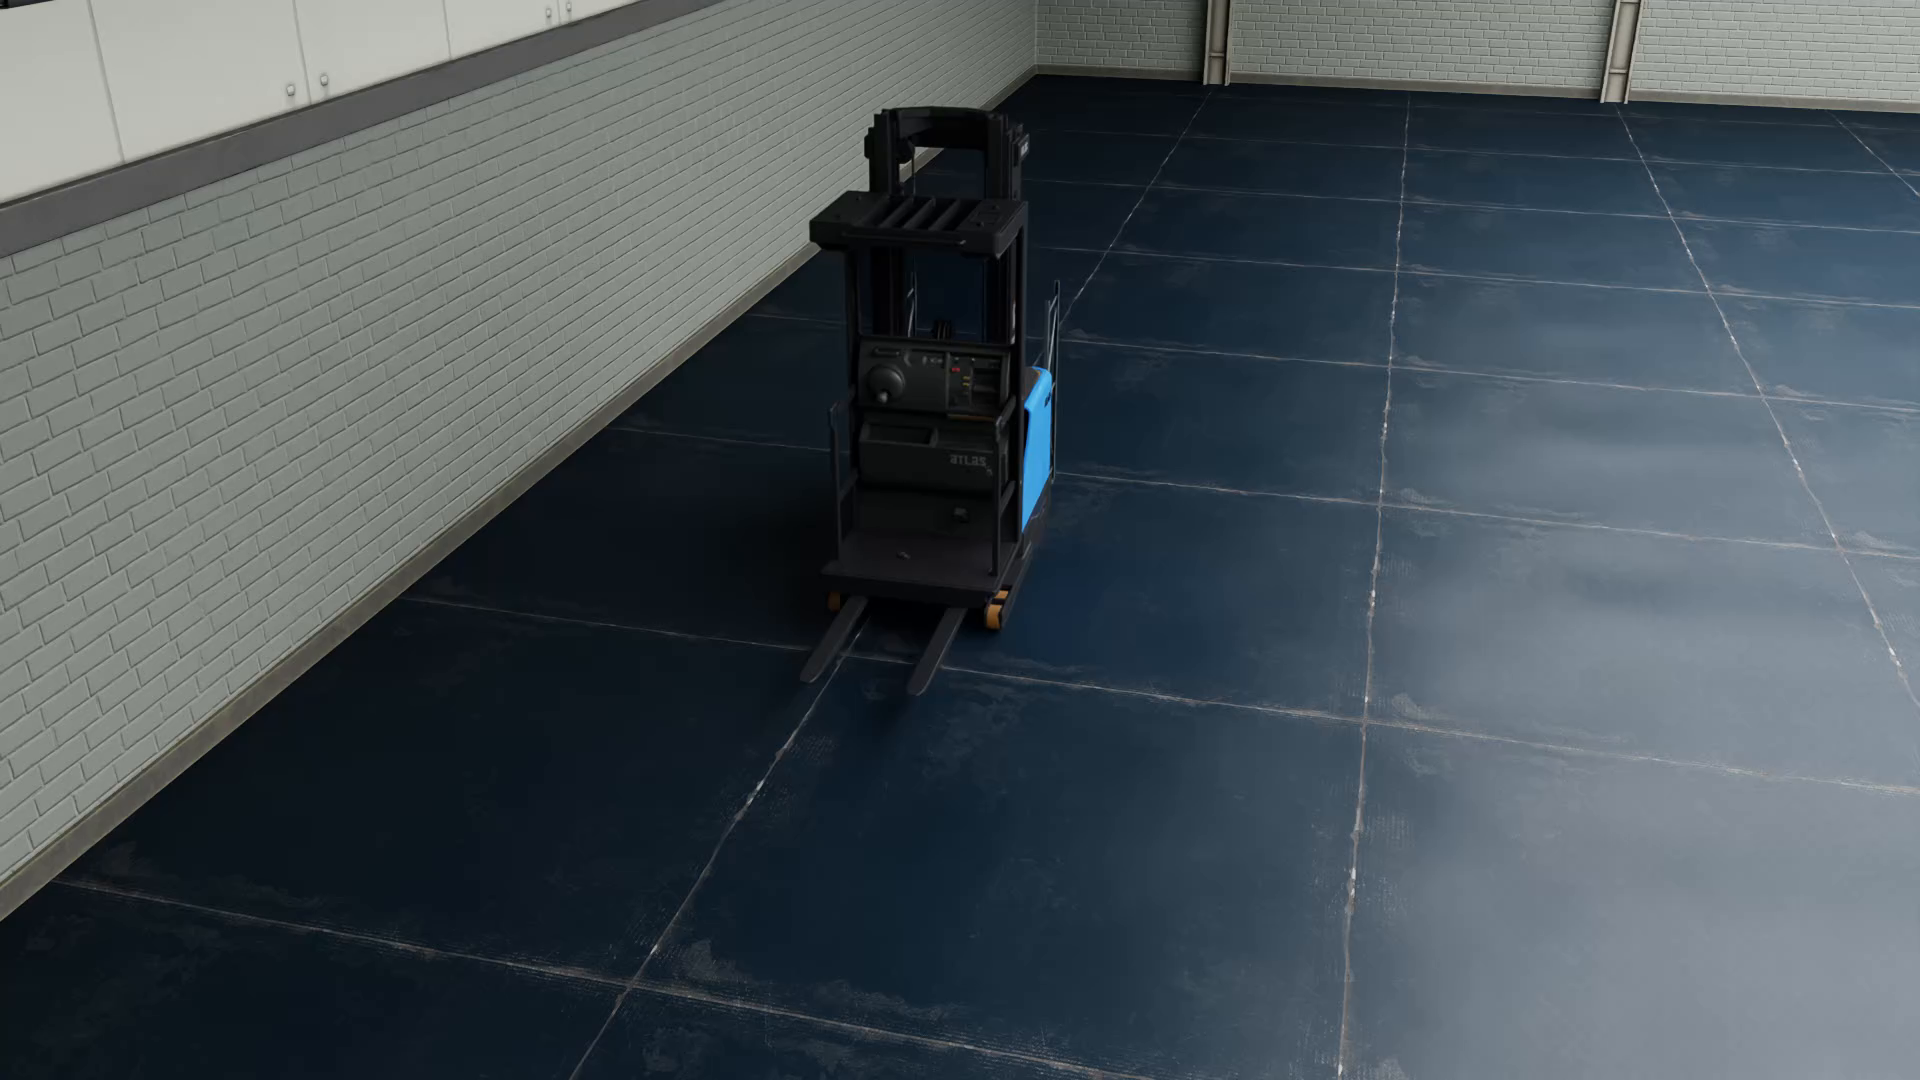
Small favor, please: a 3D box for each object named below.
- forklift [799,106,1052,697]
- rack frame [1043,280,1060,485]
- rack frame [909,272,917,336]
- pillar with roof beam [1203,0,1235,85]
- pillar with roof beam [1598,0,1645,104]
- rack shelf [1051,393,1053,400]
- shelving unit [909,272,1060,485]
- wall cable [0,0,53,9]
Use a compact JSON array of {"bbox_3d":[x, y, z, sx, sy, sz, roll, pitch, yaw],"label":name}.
[{"bbox_3d":[-0.205,-0.948,9.831,1.130,2.935,3.031,6,26,12],"label":"forklift"},{"bbox_3d":[0.630,-1.023,11.653,0.032,1.500,0.500,5,26,10],"label":"rack frame"},{"bbox_3d":[-0.368,-1.107,11.830,0.032,1.500,0.500,5,26,10],"label":"rack frame"},{"bbox_3d":[3.028,-9.577,20.898,0.400,9.000,9.100,6,26,13],"label":"pillar with roof beam"},{"bbox_3d":[8.839,-8.935,19.548,0.400,9.000,9.100,6,26,13],"label":"pillar with roof beam"},{"bbox_3d":[0.131,-0.902,11.819,1.000,0.185,0.538,5,26,10],"label":"rack shelf"},{"bbox_3d":[0.131,-1.065,11.742,1.048,1.500,0.538,5,26,10],"label":"shelving unit"},{"bbox_3d":[-3.889,-4.607,6.503,0.169,6.003,2.305,6,26,13],"label":"wall cable"}]
